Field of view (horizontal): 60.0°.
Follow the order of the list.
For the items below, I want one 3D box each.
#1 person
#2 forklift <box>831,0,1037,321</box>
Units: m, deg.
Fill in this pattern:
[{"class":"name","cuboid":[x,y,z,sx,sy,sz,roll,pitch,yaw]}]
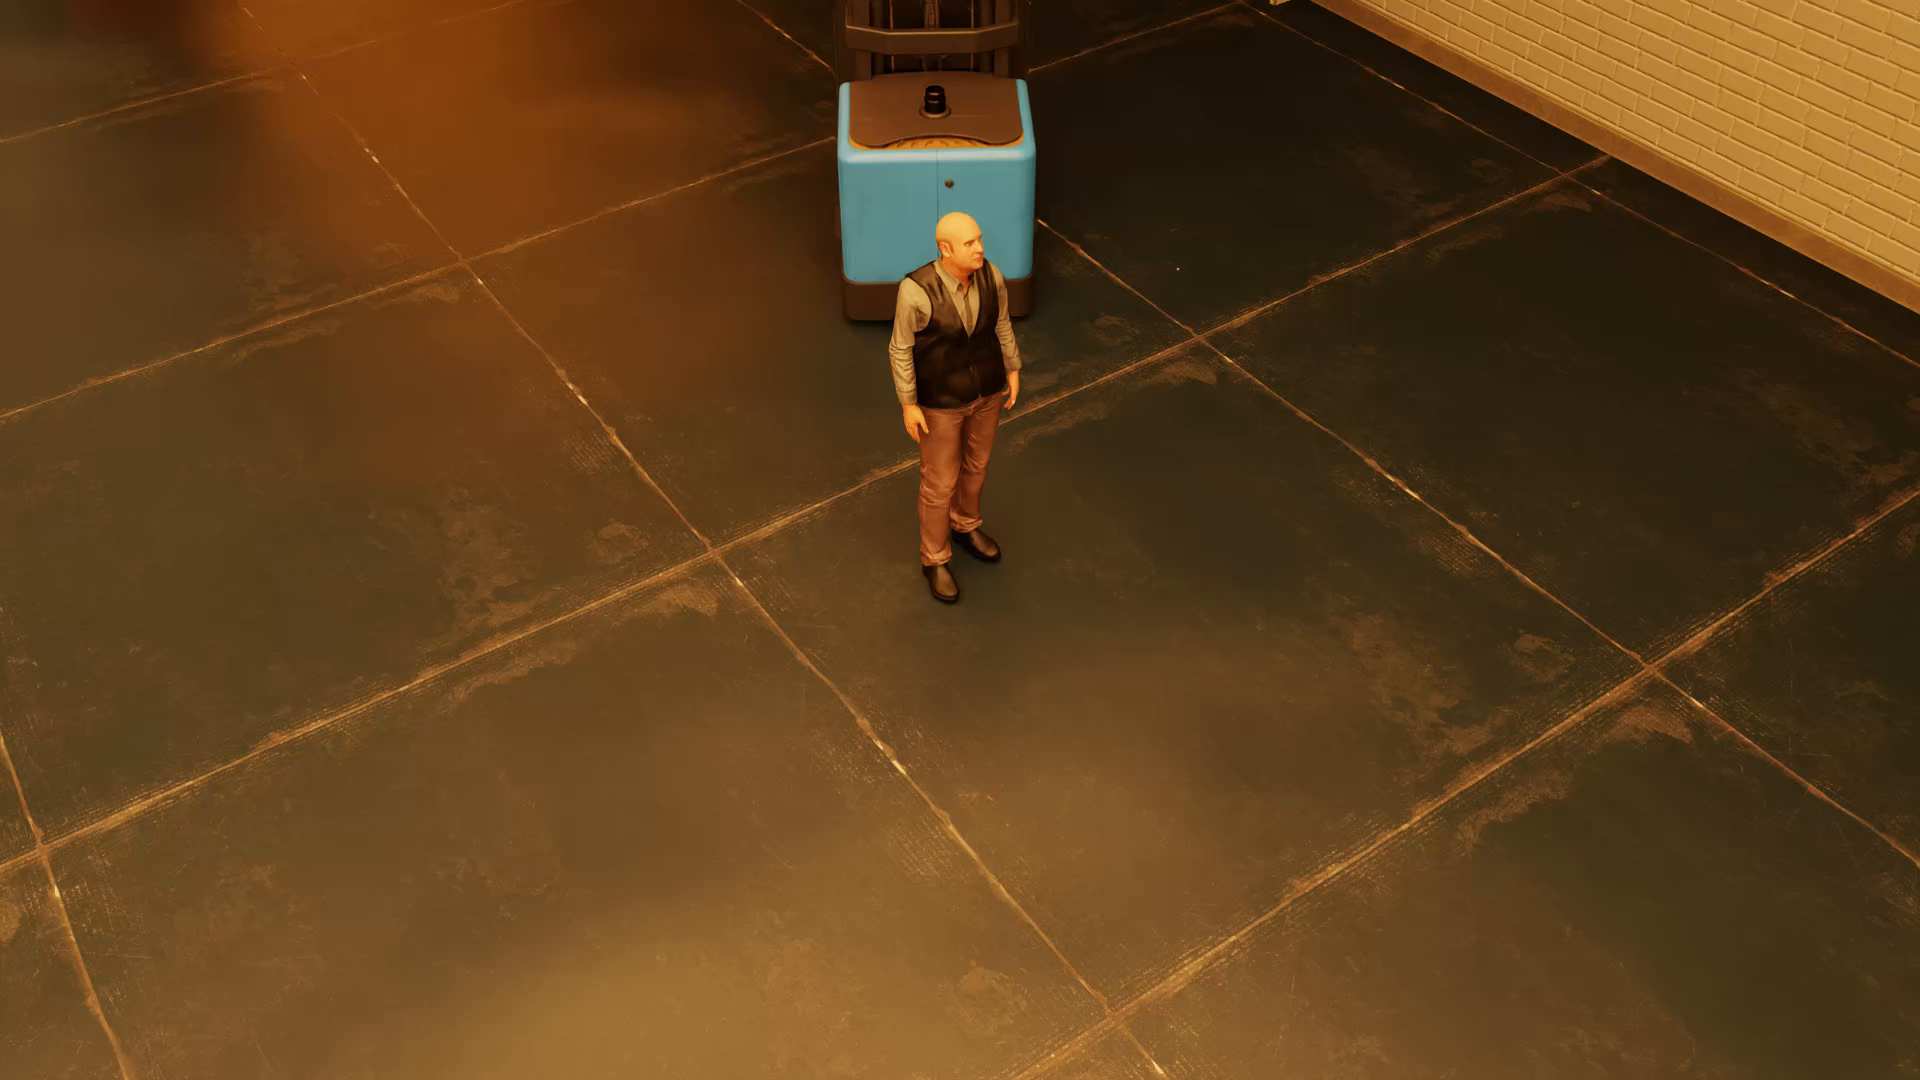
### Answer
[{"class":"person","cuboid":[0.028,-0.601,7.249,0.632,1.720,0.568,-25,48,-25]},{"class":"forklift","cuboid":[-0.174,-3.258,9.250,1.130,2.935,3.031,-2,43,-2]}]
